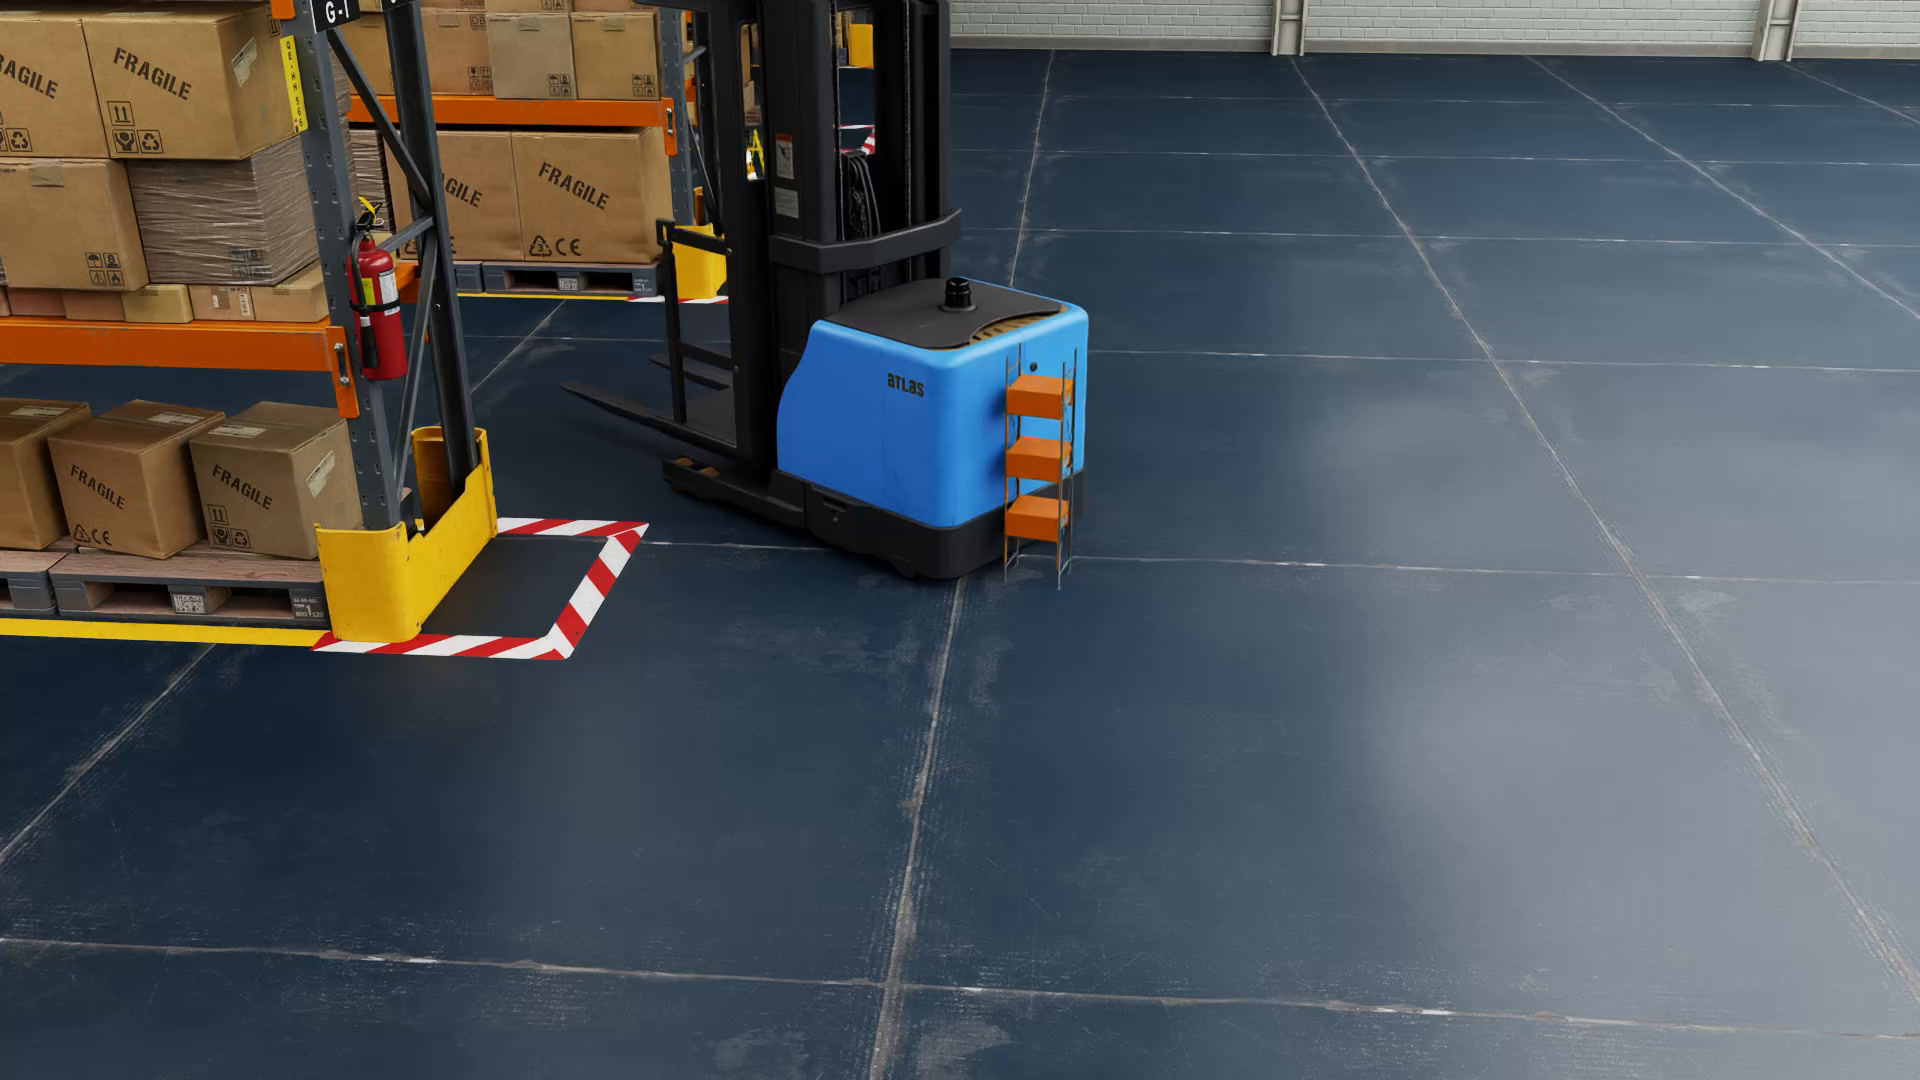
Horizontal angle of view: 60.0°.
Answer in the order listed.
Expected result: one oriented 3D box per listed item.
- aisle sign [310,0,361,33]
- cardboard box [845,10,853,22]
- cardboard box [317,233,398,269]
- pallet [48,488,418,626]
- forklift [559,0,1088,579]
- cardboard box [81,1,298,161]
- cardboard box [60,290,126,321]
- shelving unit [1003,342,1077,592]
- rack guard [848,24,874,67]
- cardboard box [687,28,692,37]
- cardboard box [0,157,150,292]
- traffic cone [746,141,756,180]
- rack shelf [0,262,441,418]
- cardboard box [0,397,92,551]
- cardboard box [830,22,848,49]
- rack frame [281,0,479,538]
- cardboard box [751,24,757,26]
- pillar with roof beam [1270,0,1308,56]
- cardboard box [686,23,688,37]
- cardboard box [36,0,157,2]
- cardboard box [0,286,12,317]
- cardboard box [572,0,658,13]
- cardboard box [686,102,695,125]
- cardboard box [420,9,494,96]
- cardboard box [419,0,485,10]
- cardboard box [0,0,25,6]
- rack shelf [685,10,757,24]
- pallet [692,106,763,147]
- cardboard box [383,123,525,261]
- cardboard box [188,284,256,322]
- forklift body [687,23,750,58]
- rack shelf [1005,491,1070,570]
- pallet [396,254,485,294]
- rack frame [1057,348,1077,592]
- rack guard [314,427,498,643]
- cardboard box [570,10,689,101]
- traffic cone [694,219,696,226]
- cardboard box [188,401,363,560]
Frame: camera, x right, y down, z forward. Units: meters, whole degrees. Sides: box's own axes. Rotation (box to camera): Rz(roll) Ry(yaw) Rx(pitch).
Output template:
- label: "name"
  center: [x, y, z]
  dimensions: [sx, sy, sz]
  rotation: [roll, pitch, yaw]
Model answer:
- label: "aisle sign"
  center: [-2.271, -2.238, 5.914]
  dimensions: [0.004, 0.787, 0.394]
  rotation: [2, 25, 4]
- label: "cardboard box"
  center: [-1.628, -6.653, 20.810]
  dimensions: [0.500, 0.250, 0.500]
  rotation: [2, 25, 5]
- label: "cardboard box"
  center: [-2.576, -1.178, 7.022]
  dimensions: [0.250, 0.149, 0.380]
  rotation: [2, 25, 4]
- label: "pallet"
  center: [-3.193, 0.040, 7.411]
  dimensions: [1.213, 0.211, 1.003]
  rotation: [2, 25, 4]
- label: "forklift"
  center: [-0.841, -1.663, 7.858]
  dimensions: [3.031, 2.935, 1.130]
  rotation: [21, 32, 37]
- label: "cardboard box"
  center: [-2.877, -1.733, 6.256]
  dimensions: [0.500, 0.500, 0.500]
  rotation: [2, 25, 4]
- label: "cardboard box"
  center: [-3.360, -1.002, 6.639]
  dimensions: [0.250, 0.149, 0.380]
  rotation: [2, 25, 4]
- label: "shelving unit"
  center: [0.342, -0.306, 7.160]
  dimensions: [0.252, 1.050, 0.215]
  rotation: [8, 26, 17]
- label: "rack guard"
  center: [-1.151, -6.247, 20.727]
  dimensions: [0.348, 0.500, 1.175]
  rotation: [2, 25, 4]
- label: "cardboard box"
  center: [-2.880, -4.753, 16.381]
  dimensions: [0.500, 0.500, 0.500]
  rotation: [1, 25, 2]
- label: "cardboard box"
  center: [-3.364, -1.359, 6.640]
  dimensions: [0.500, 0.500, 0.875]
  rotation: [2, 25, 4]
- label: "traffic cone"
  center: [-1.825, -3.164, 14.073]
  dimensions: [0.334, 0.463, 0.336]
  rotation: [2, 25, 4]
- label: "rack shelf"
  center: [-4.304, -0.921, 7.023]
  dimensions: [4.000, 0.370, 1.077]
  rotation: [2, 25, 4]
- label: "cardboard box"
  center: [-4.153, -0.299, 7.299]
  dimensions: [0.500, 0.500, 0.500]
  rotation: [4, 25, 9]
- label: "cardboard box"
  center: [-1.668, -6.208, 20.440]
  dimensions: [0.500, 0.250, 0.500]
  rotation: [2, 25, 4]
- label: "rack frame"
  center: [-2.310, -1.184, 6.734]
  dimensions: [0.127, 3.000, 1.000]
  rotation: [2, 25, 4]
- label: "cardboard box"
  center: [-2.700, -6.465, 20.401]
  dimensions: [0.500, 0.250, 0.500]
  rotation: [1, 25, 3]
- label: "pillar with roof beam"
  center: [3.853, -8.520, 15.501]
  dimensions: [0.400, 9.000, 9.100]
  rotation: [2, 25, 4]
- label: "cardboard box"
  center: [-2.741, -4.792, 15.689]
  dimensions: [0.250, 0.149, 0.380]
  rotation: [3, 25, 6]
- label: "cardboard box"
  center: [-3.335, -1.969, 6.768]
  dimensions: [0.500, 0.500, 0.500]
  rotation: [2, 25, 4]
- label: "cardboard box"
  center: [-3.857, -1.026, 6.691]
  dimensions: [0.250, 0.149, 0.380]
  rotation: [2, 25, 4]
- label: "cardboard box"
  center: [-2.196, -3.834, 11.023]
  dimensions: [0.550, 0.550, 0.875]
  rotation: [2, 25, 4]
- label: "cardboard box"
  center: [-2.402, -4.170, 16.011]
  dimensions: [0.500, 0.250, 0.500]
  rotation: [2, 25, 4]
- label: "cardboard box"
  center: [-3.302, -3.388, 11.344]
  dimensions: [0.550, 0.550, 0.875]
  rotation: [2, 25, 4]
- label: "cardboard box"
  center: [-3.300, -3.888, 11.140]
  dimensions: [0.550, 0.550, 0.875]
  rotation: [2, 25, 4]
- label: "cardboard box"
  center: [-3.875, -1.764, 6.323]
  dimensions: [0.500, 0.500, 0.500]
  rotation: [2, 25, 4]
- label: "rack shelf"
  center: [-3.545, -5.051, 16.000]
  dimensions: [4.000, 0.370, 1.077]
  rotation: [2, 25, 4]
- label: "pallet"
  center: [-2.434, -4.090, 16.387]
  dimensions: [1.213, 0.211, 1.003]
  rotation: [2, 25, 4]
- label: "cardboard box"
  center: [-3.388, -2.495, 11.623]
  dimensions: [0.875, 0.875, 0.875]
  rotation: [1, 25, 3]
- label: "cardboard box"
  center: [-2.859, -1.001, 6.637]
  dimensions: [0.250, 0.149, 0.380]
  rotation: [2, 25, 4]
- label: "forklift body"
  center: [-3.205, -6.298, 18.863]
  dimensions: [1.214, 2.155, 2.313]
  rotation: [2, 25, 4]
- label: "rack shelf"
  center: [0.342, -0.044, 7.280]
  dimensions: [0.240, 0.259, 0.215]
  rotation: [8, 26, 17]
- label: "pallet"
  center: [-3.846, -2.014, 11.874]
  dimensions: [1.213, 0.211, 1.003]
  rotation: [2, 25, 4]
- label: "rack frame"
  center: [0.458, -0.290, 7.124]
  dimensions: [0.008, 1.050, 0.200]
  rotation: [8, 26, 17]
- label: "rack guard"
  center: [-2.386, -0.051, 7.262]
  dimensions: [0.348, 0.500, 1.175]
  rotation: [2, 25, 4]
- label: "cardboard box"
  center: [-2.203, -3.309, 11.173]
  dimensions: [0.550, 0.550, 0.875]
  rotation: [2, 25, 4]
- label: "traffic cone"
  center: [-2.250, -2.704, 13.073]
  dimensions: [0.334, 0.463, 0.336]
  rotation: [2, 25, 4]
- label: "cardboard box"
  center: [-2.931, -0.266, 7.227]
  dimensions: [0.500, 0.500, 0.500]
  rotation: [6, 25, 14]
